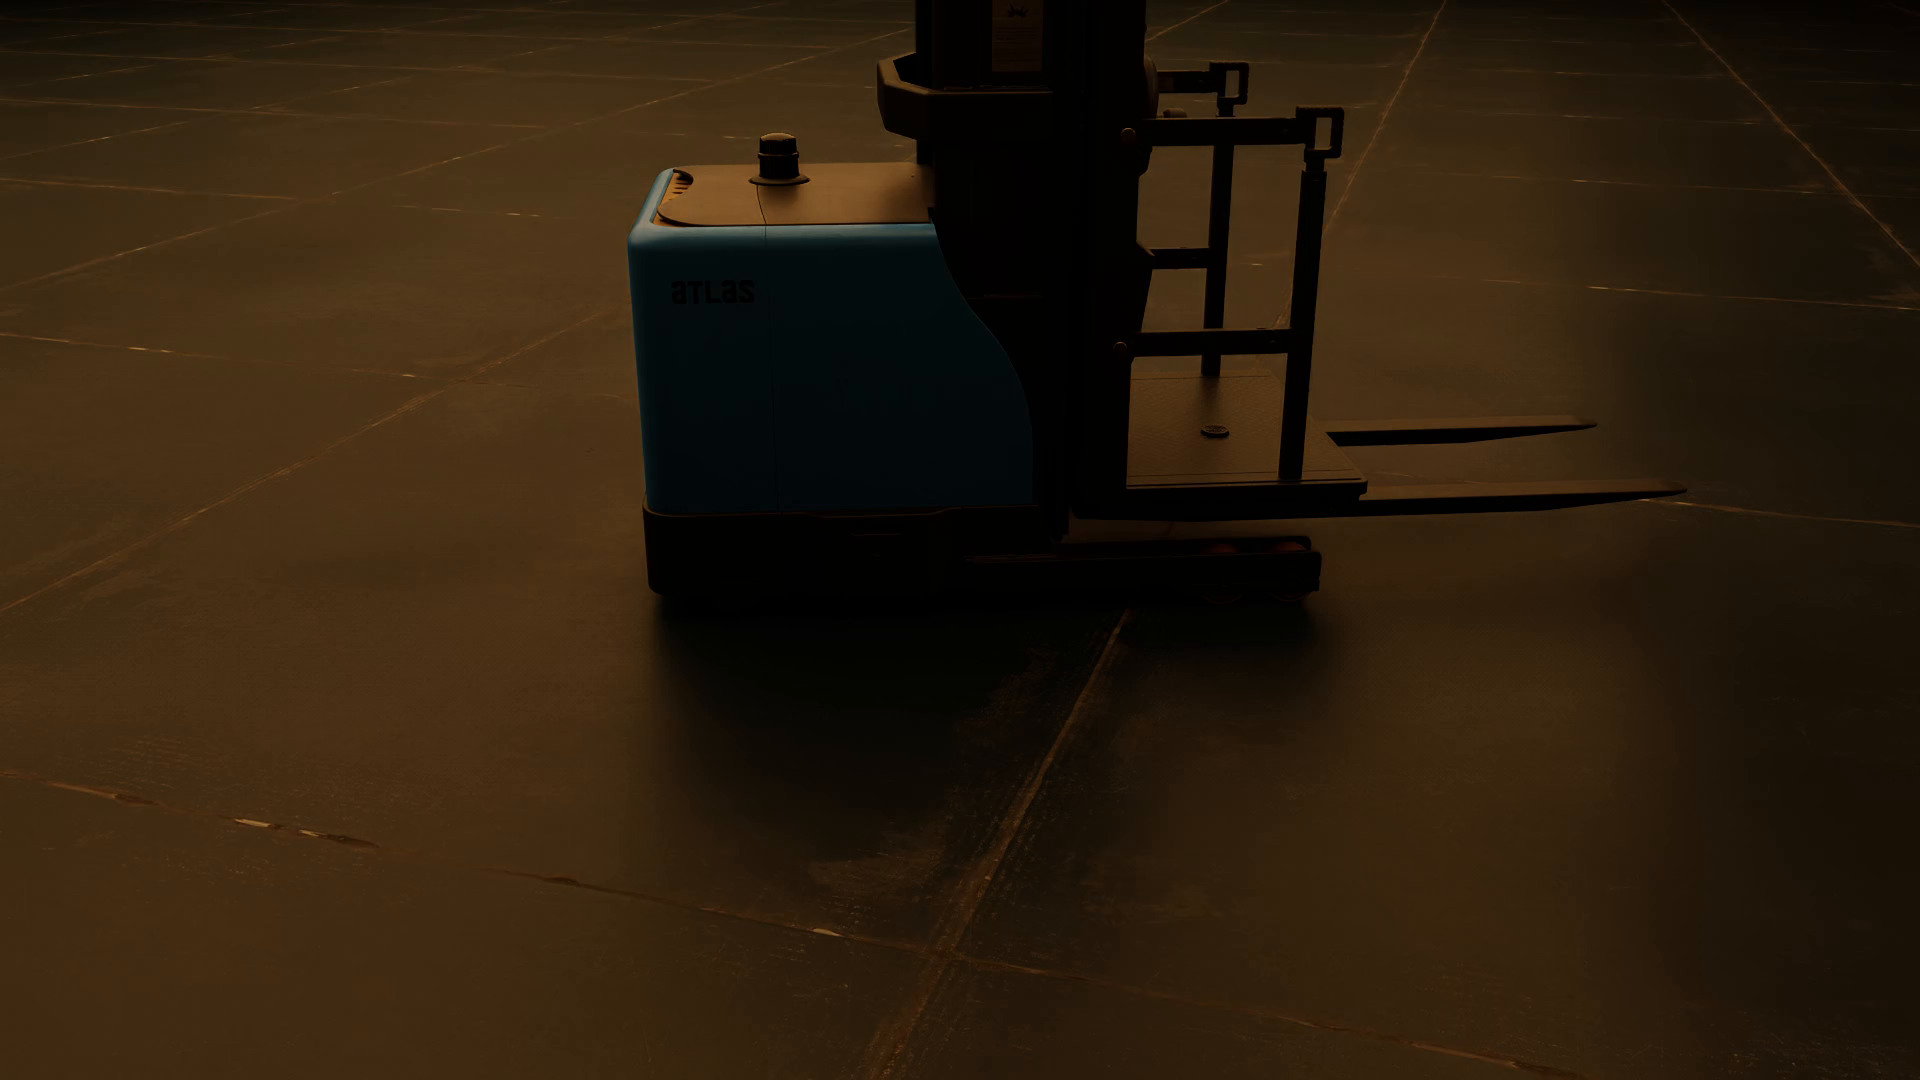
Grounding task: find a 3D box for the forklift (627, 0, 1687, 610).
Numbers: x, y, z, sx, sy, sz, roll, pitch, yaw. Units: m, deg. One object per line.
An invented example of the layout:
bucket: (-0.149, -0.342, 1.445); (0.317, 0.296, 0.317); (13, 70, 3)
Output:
forklift: (0.606, -1.374, 4.608); (3.031, 2.935, 1.130); (-2, 23, -4)
